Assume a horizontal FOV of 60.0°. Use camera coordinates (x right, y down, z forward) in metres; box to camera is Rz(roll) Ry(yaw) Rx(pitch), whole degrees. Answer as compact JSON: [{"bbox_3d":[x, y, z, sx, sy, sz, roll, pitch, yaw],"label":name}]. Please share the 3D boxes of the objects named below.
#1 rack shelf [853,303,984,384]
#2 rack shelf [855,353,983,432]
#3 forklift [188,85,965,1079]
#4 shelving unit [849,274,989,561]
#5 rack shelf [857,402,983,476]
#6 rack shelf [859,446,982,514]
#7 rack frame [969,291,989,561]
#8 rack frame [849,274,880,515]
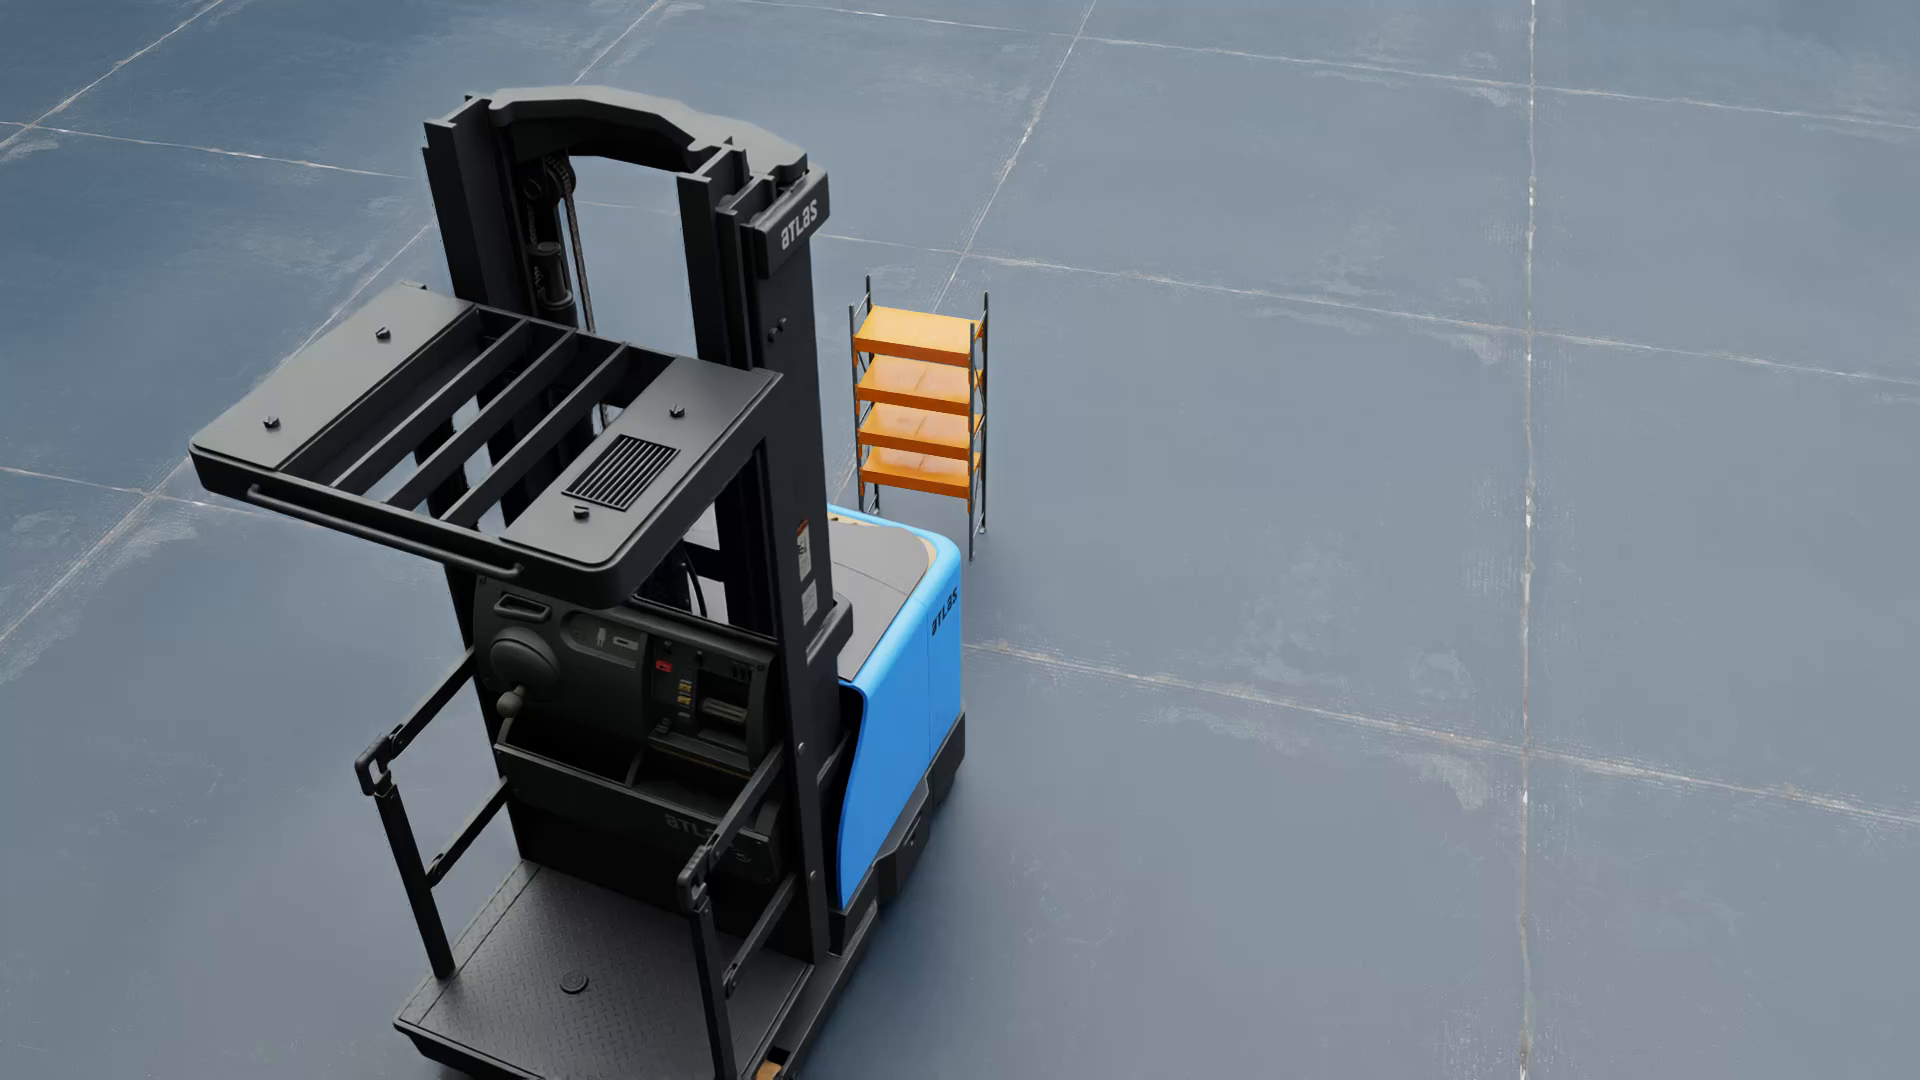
[{"bbox_3d":[-0.160,-0.788,6.644,0.480,0.148,0.258,10,41,11],"label":"rack shelf"},{"bbox_3d":[-0.160,-0.607,6.796,0.480,0.148,0.258,10,41,11],"label":"rack shelf"},{"bbox_3d":[-1.024,0.447,4.438,1.130,2.935,3.031,15,42,17],"label":"forklift"},{"bbox_3d":[-0.160,-0.487,6.897,0.503,1.200,0.258,10,41,11],"label":"shelving unit"},{"bbox_3d":[-0.160,-0.435,6.940,0.480,0.148,0.258,10,41,11],"label":"rack shelf"},{"bbox_3d":[-0.160,-0.283,7.068,0.480,0.148,0.258,10,41,11],"label":"rack shelf"},{"bbox_3d":[0.076,-0.446,6.849,0.015,1.200,0.240,10,41,11],"label":"rack frame"},{"bbox_3d":[-0.396,-0.528,6.945,0.015,1.200,0.240,10,41,11],"label":"rack frame"}]
